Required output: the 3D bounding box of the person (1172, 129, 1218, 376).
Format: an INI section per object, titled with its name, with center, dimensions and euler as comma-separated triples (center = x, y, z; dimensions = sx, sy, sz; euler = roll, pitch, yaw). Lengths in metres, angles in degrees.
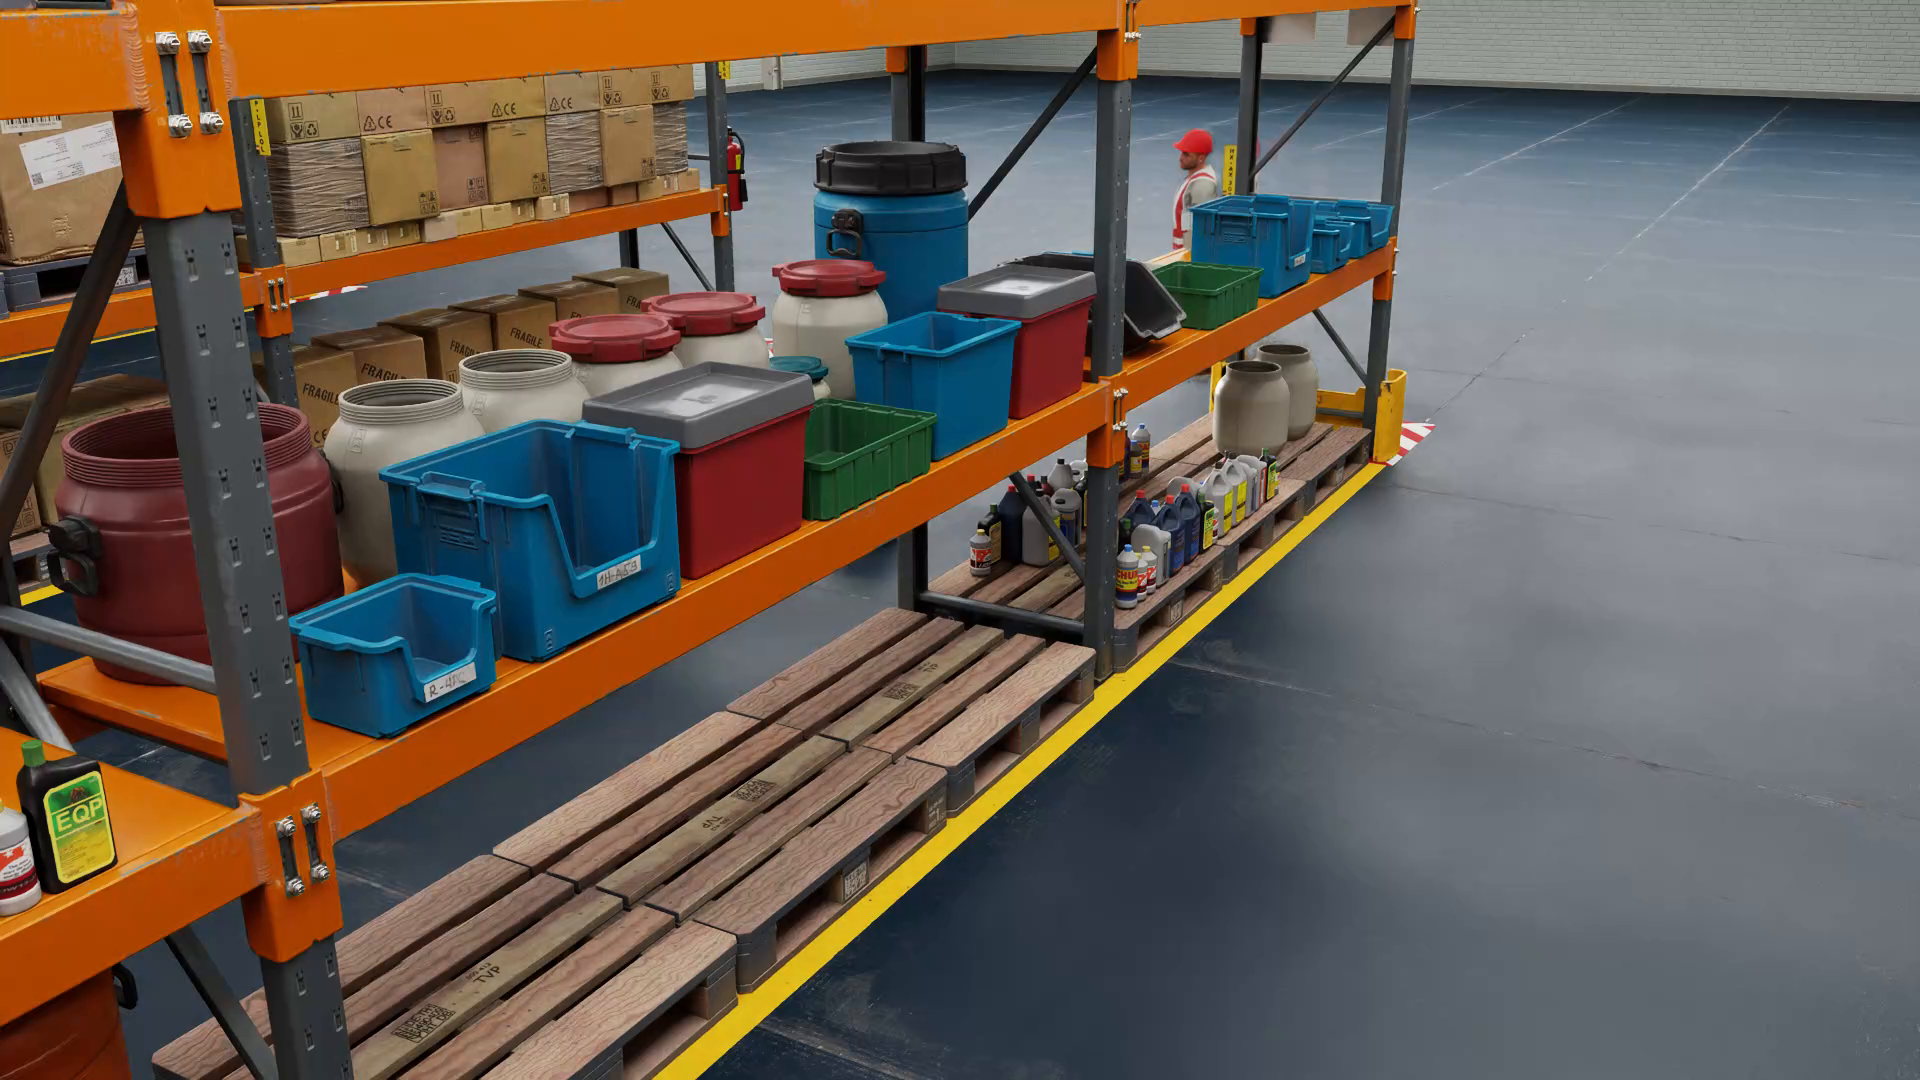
[person]
center = 1.625, -1.971, 11.718
dimensions = 0.541, 1.824, 0.659
euler = 5, 20, 14
